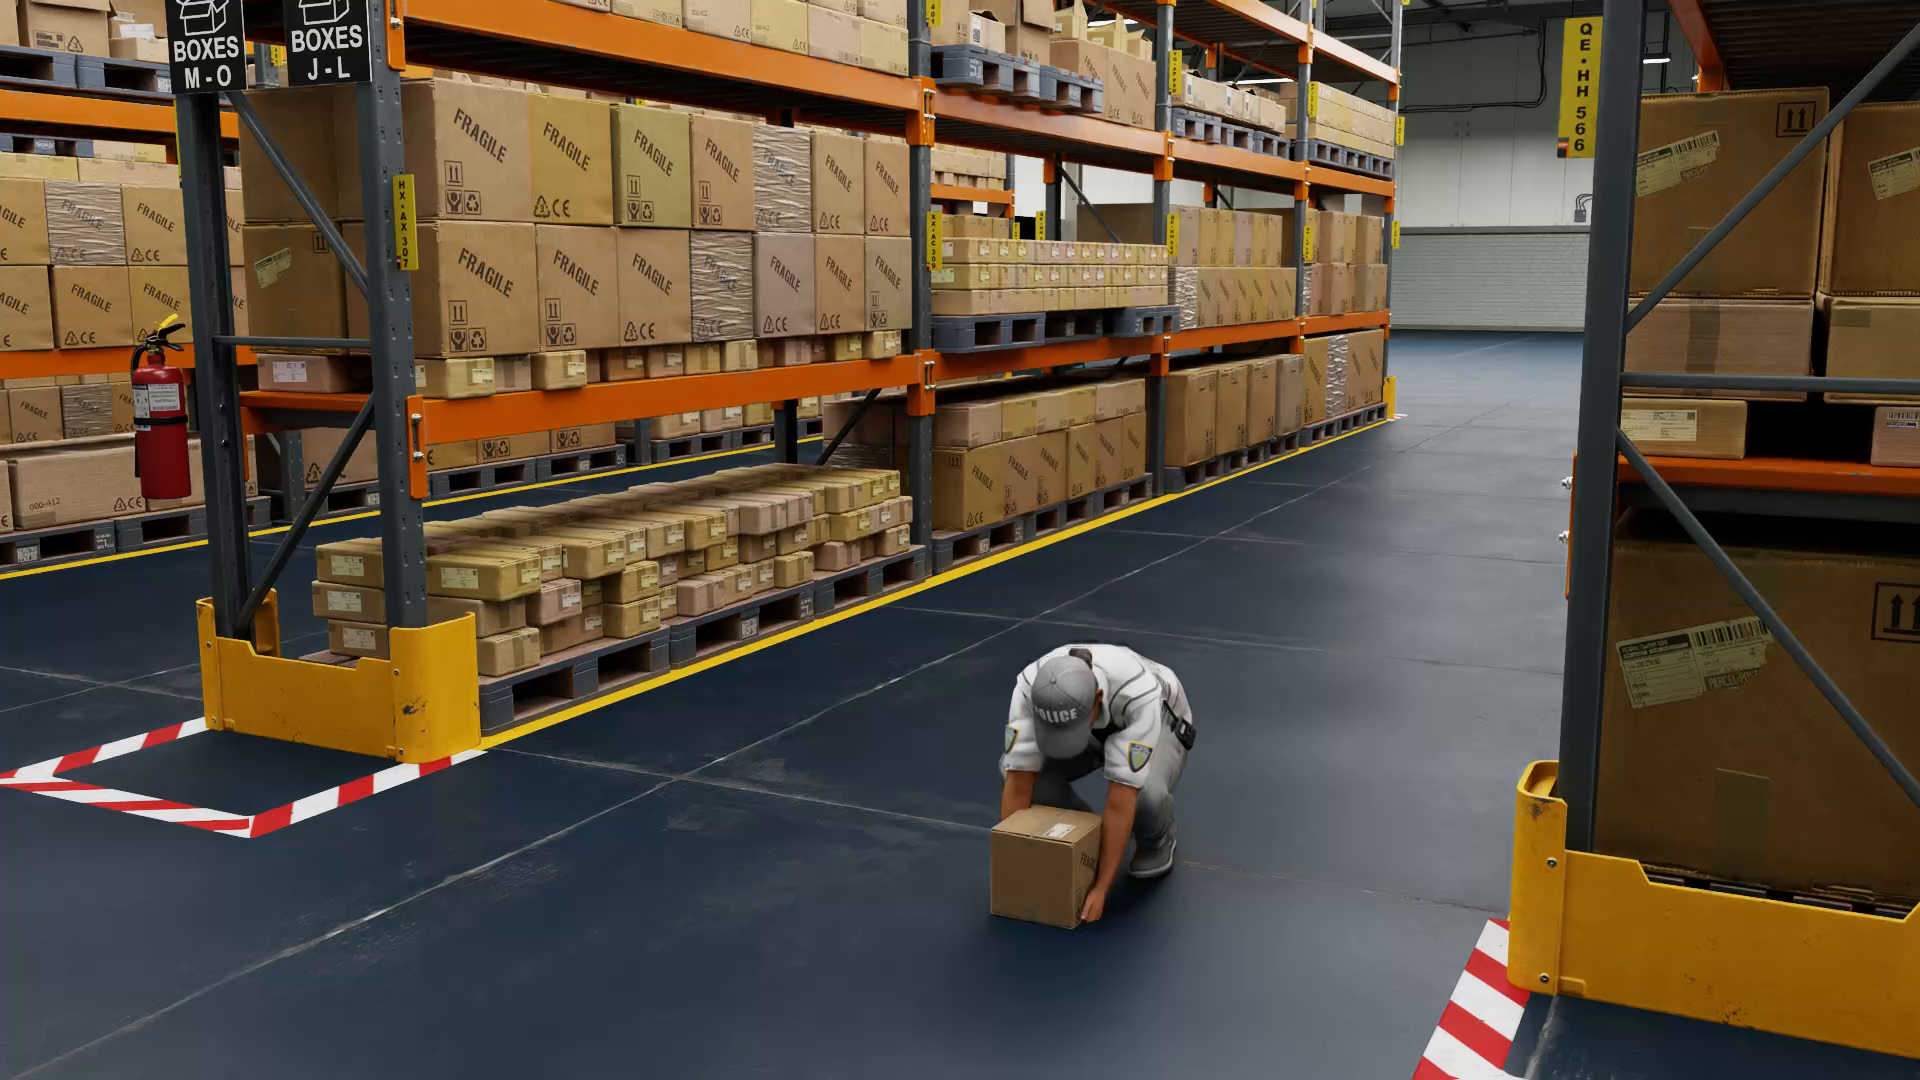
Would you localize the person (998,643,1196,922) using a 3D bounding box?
[{"bbox_3d":[0.397,0.656,4.896,0.519,0.808,0.897,4,10,26],"label":"person"}]
